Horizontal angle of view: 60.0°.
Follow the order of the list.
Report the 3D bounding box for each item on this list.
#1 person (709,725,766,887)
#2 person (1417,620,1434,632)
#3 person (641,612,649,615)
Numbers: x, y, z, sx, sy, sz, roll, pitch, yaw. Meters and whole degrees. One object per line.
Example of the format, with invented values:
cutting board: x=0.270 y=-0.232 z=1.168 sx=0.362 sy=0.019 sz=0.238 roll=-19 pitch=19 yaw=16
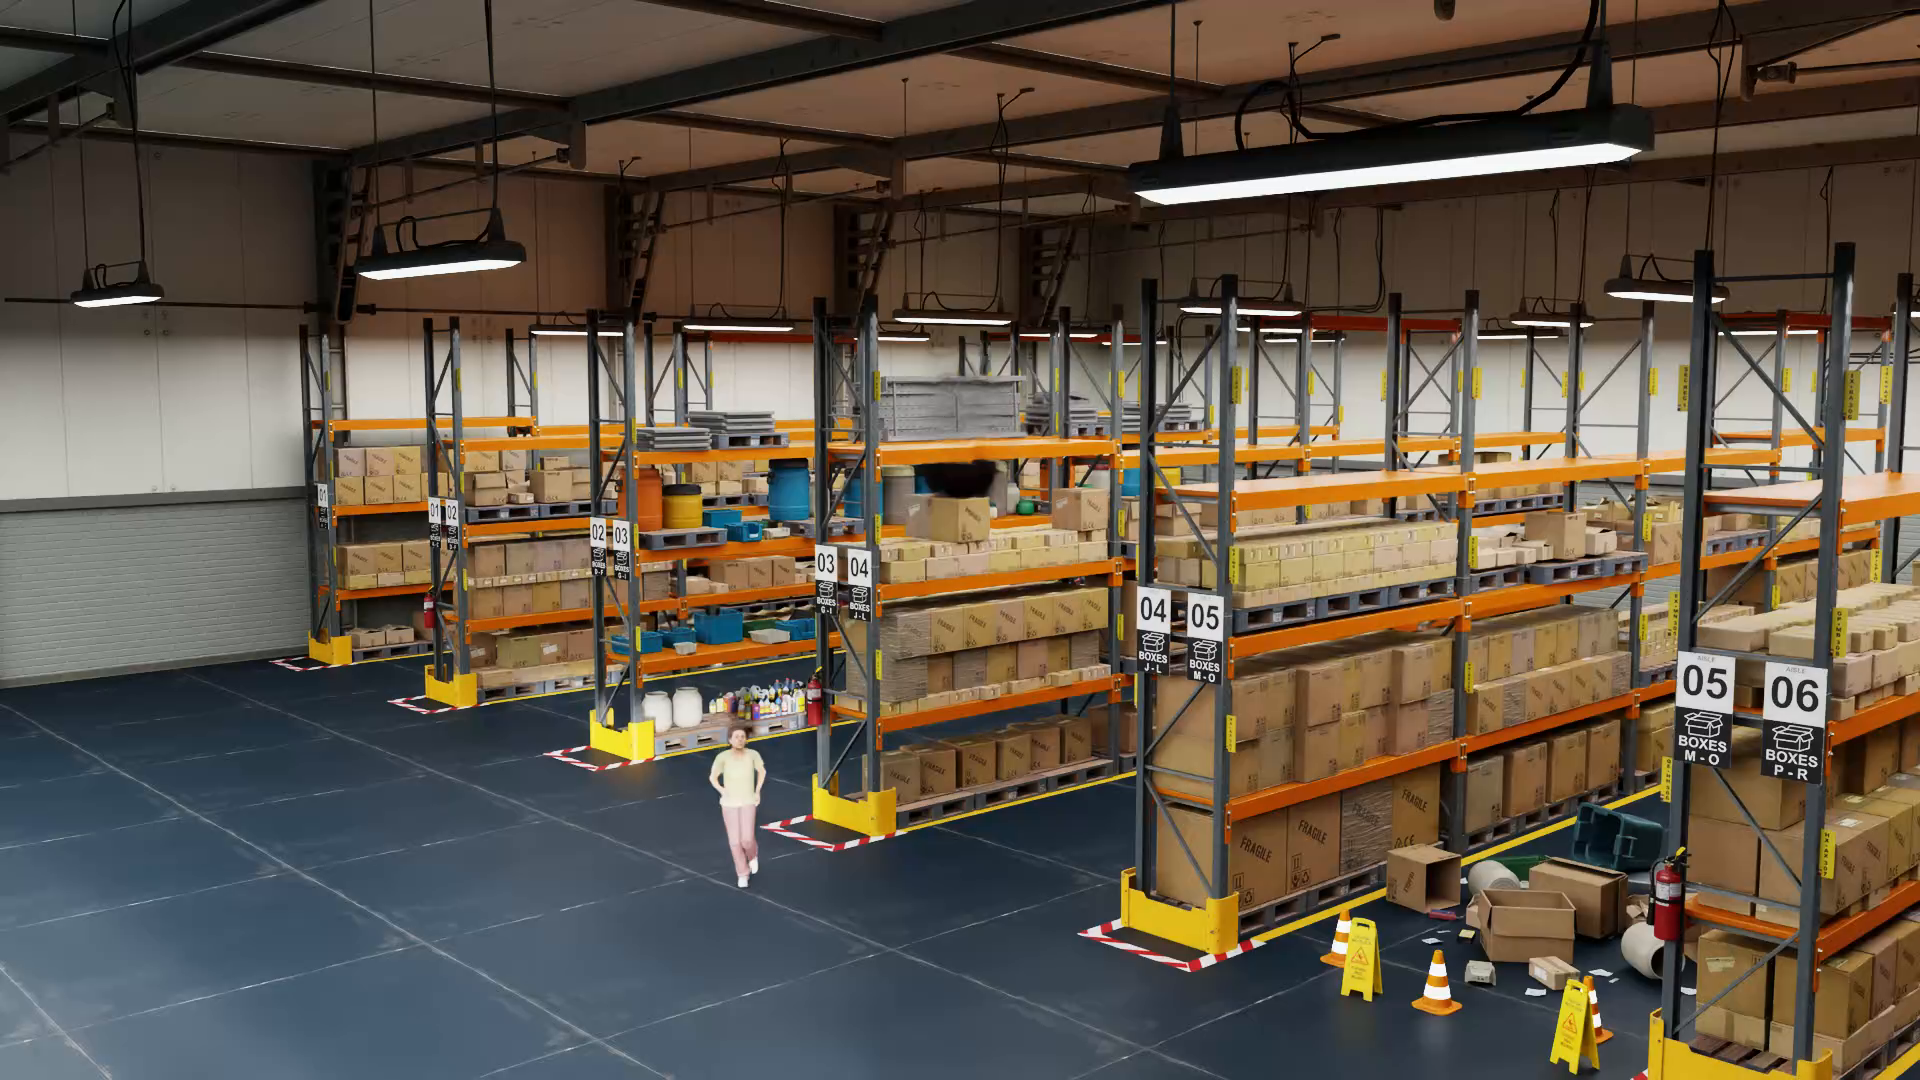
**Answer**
person: x=-2.233 y=2.670 z=16.727 sx=0.568 sy=1.640 sz=0.564 roll=-1 pitch=6 yaw=-8
person: x=6.644 y=1.934 z=23.769 sx=0.627 sy=1.750 sz=0.788 roll=6 pitch=8 yaw=44
person: x=-5.740 y=1.212 z=30.241 sx=0.696 sy=1.828 sz=0.917 roll=5 pitch=7 yaw=39
